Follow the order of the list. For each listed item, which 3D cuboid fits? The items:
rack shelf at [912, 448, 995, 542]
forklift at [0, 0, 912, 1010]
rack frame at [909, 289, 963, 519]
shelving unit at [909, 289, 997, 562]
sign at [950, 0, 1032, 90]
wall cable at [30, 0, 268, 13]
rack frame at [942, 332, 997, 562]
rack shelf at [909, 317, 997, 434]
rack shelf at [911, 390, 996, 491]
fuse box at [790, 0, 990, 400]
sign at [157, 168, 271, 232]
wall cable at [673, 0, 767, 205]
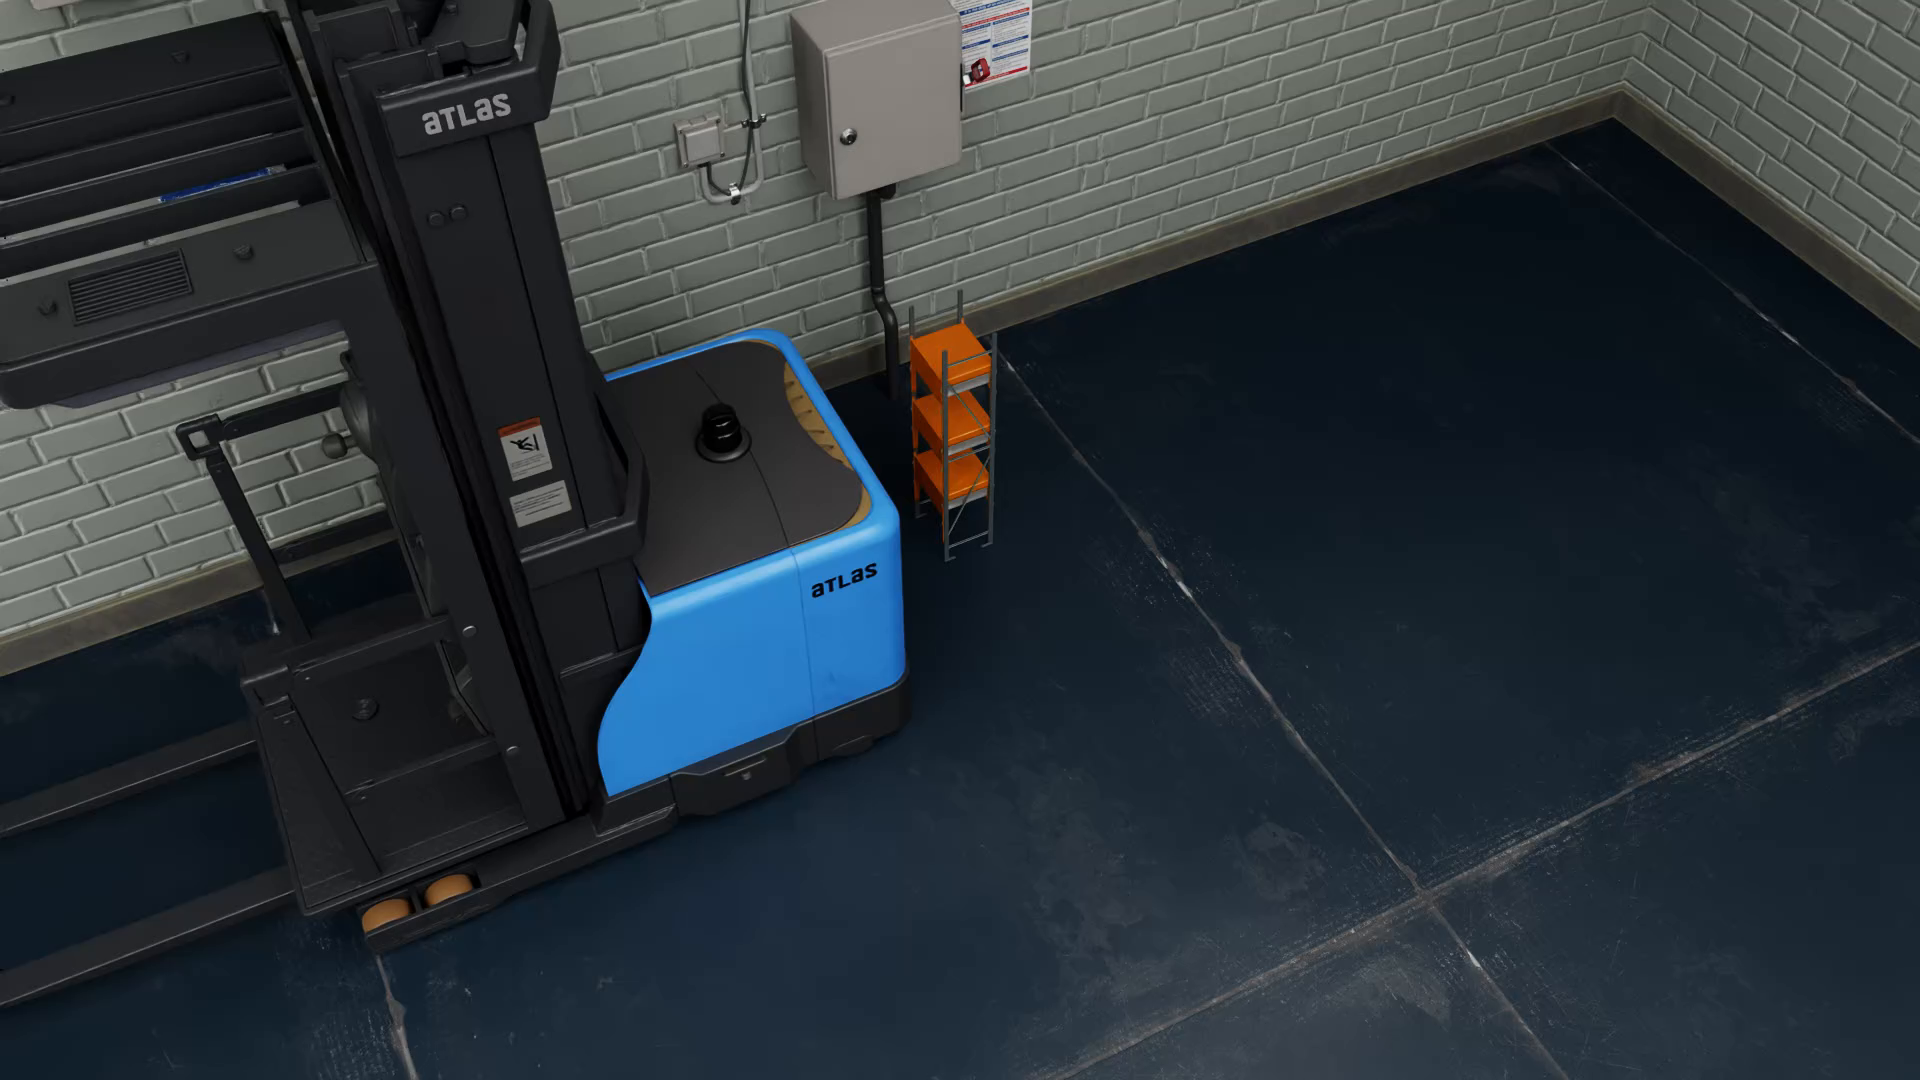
[{"bbox_3d":[-0.024,-0.192,6.103,0.215,0.259,0.240,-21,52,-18],"label":"rack shelf"},{"bbox_3d":[-1.719,-0.160,4.443,3.031,2.935,1.130,-20,52,-17],"label":"forklift"},{"bbox_3d":[-0.080,-0.463,5.958,0.200,1.050,0.008,-21,52,-18],"label":"rack frame"},{"bbox_3d":[-0.024,-0.381,5.886,0.215,1.050,0.252,-21,52,-18],"label":"shelving unit"},{"bbox_3d":[0.113,-1.846,5.935,0.329,0.494,0.001,-21,52,-18],"label":"sign"},{"bbox_3d":[-2.166,-1.288,4.688,0.585,1.953,0.123,-21,52,-18],"label":"wall cable"},{"bbox_3d":[0.031,-0.300,5.815,0.200,1.050,0.008,-21,52,-18],"label":"rack frame"},{"bbox_3d":[-0.024,-0.561,5.681,0.215,0.259,0.240,-21,52,-18],"label":"rack shelf"},{"bbox_3d":[-0.024,-0.374,5.894,0.215,0.259,0.240,-21,52,-18],"label":"rack shelf"},{"bbox_3d":[-0.232,-1.145,6.114,0.539,1.711,0.414,-21,52,-18],"label":"fuse box"},{"bbox_3d":[-2.237,-1.056,5.002,0.327,0.218,0.001,-21,52,-18],"label":"sign"},{"bbox_3d":[-0.911,-1.774,5.134,0.588,1.984,0.122,-21,52,-18],"label":"wall cable"}]
